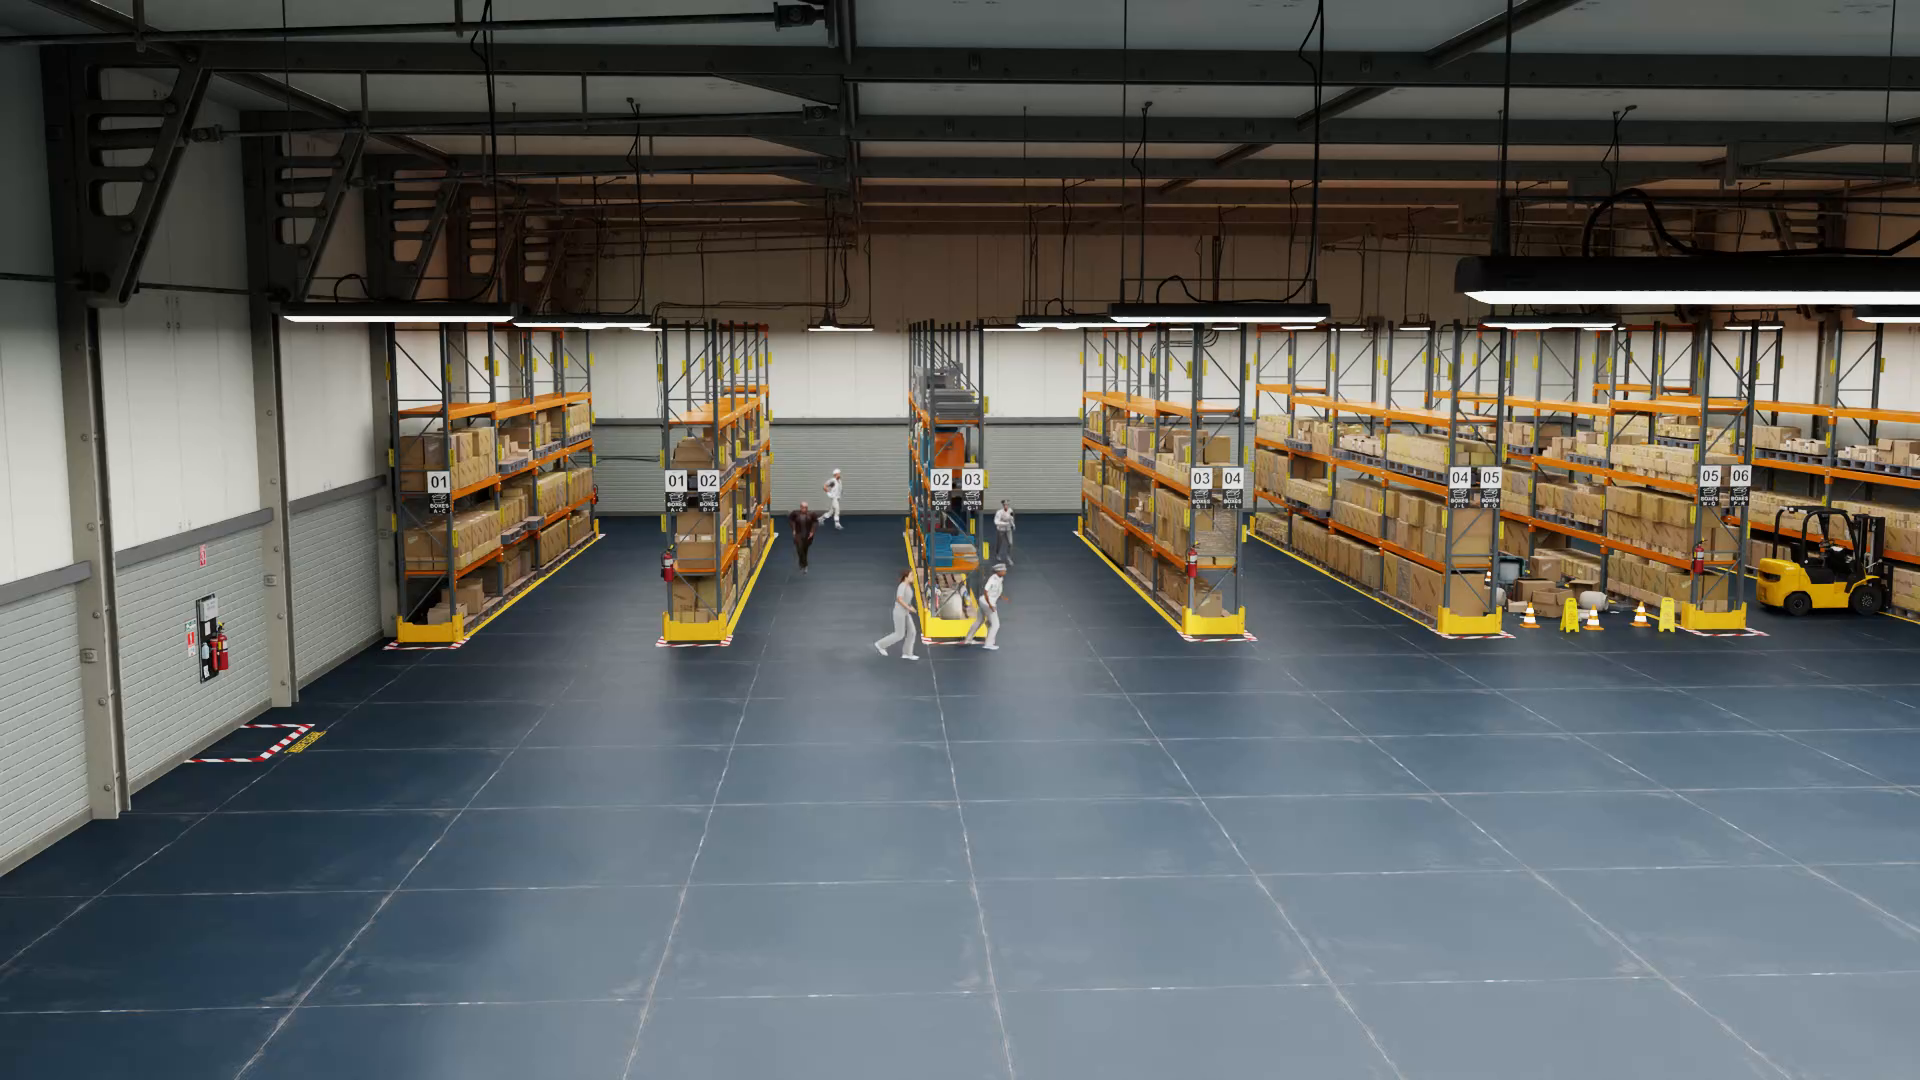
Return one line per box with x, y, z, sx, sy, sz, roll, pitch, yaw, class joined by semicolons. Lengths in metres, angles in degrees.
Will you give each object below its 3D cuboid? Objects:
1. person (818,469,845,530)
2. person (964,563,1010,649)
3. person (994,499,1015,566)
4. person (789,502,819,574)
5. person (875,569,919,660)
-3.721;-1.214;49.020;0.952;1.740;0.709;3;8;23;person
0.504;1.196;30.414;0.854;1.594;0.632;0;7;-1;person
1.100;-0.221;41.545;0.606;1.659;0.941;-2;7;-17;person
-3.627;-0.092;38.591;0.690;1.678;1.019;-1;7;-6;person
-1.109;1.307;29.355;0.794;1.623;0.561;2;7;15;person
